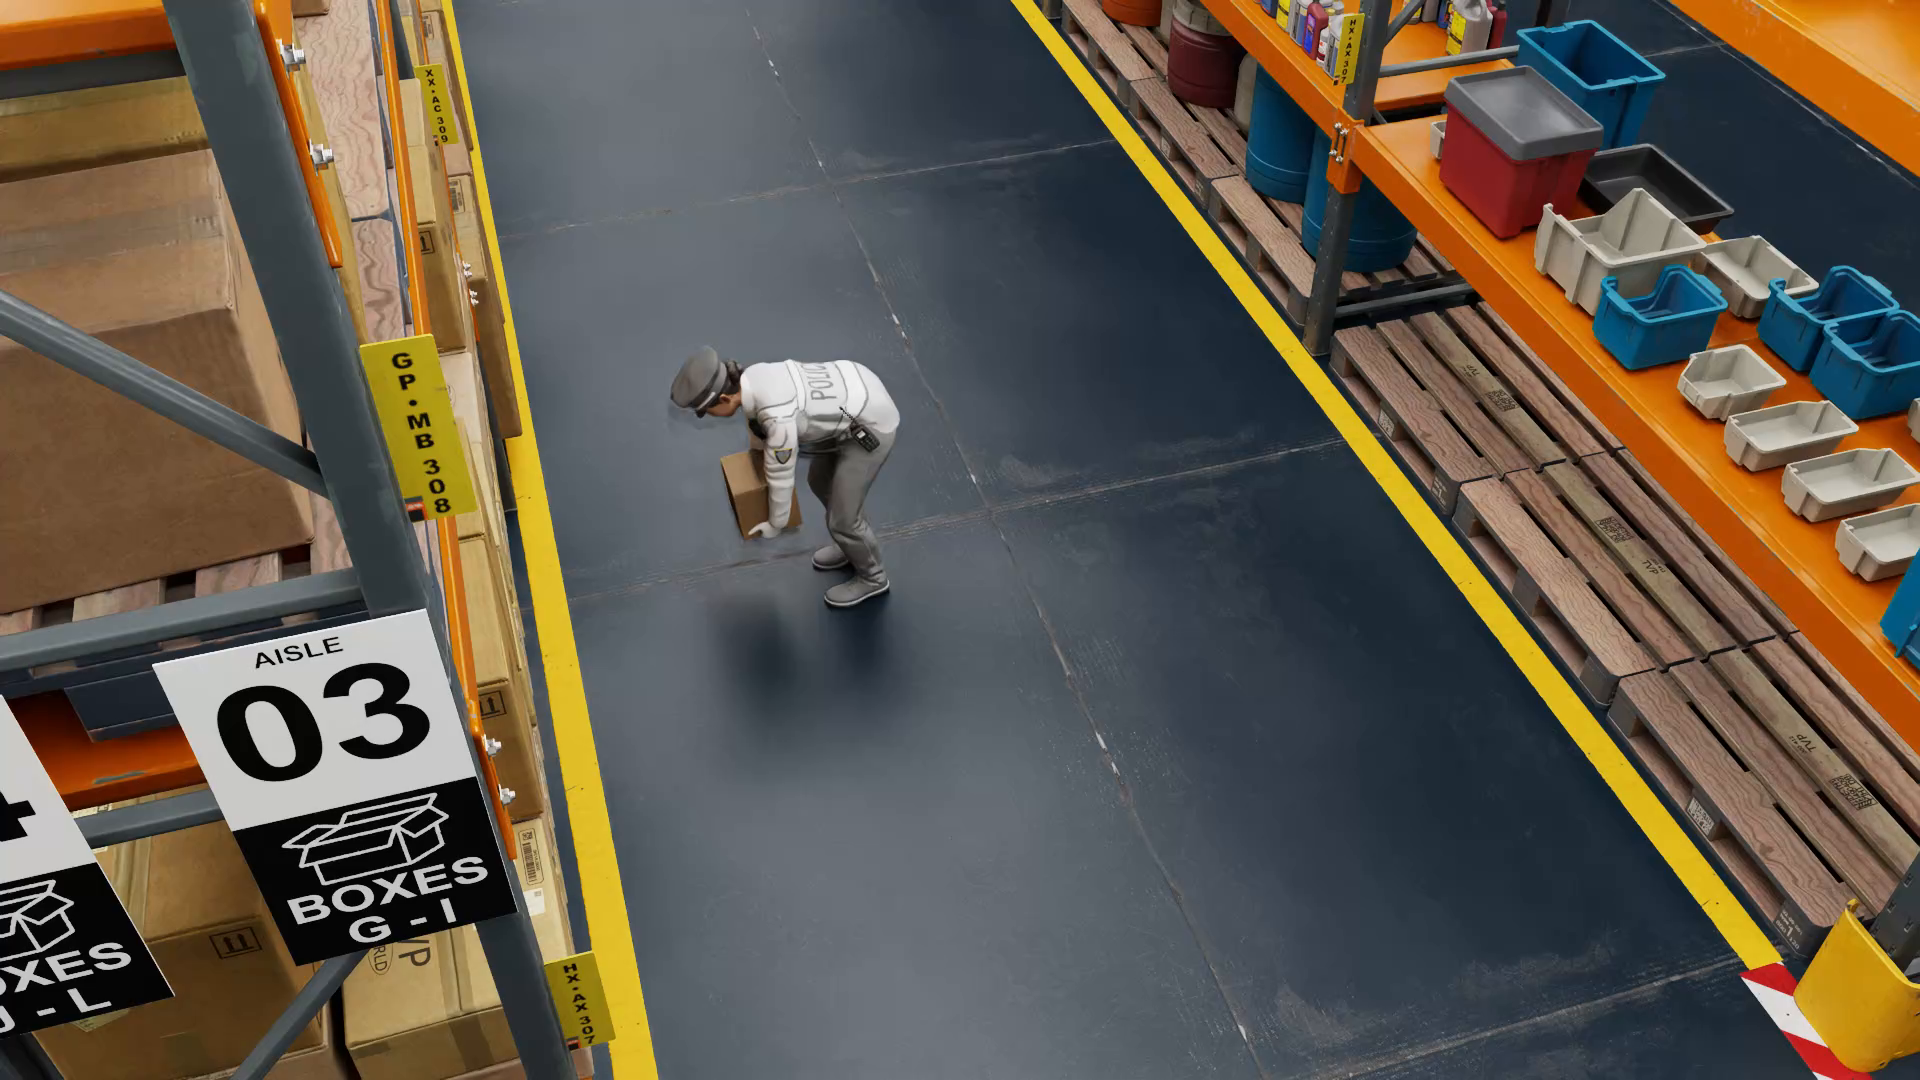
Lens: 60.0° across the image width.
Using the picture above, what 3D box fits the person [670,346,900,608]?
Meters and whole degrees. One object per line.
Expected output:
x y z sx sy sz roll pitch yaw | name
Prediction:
-0.679 -0.271 6.726 0.887 1.306 0.412 -13 44 -14 | person
